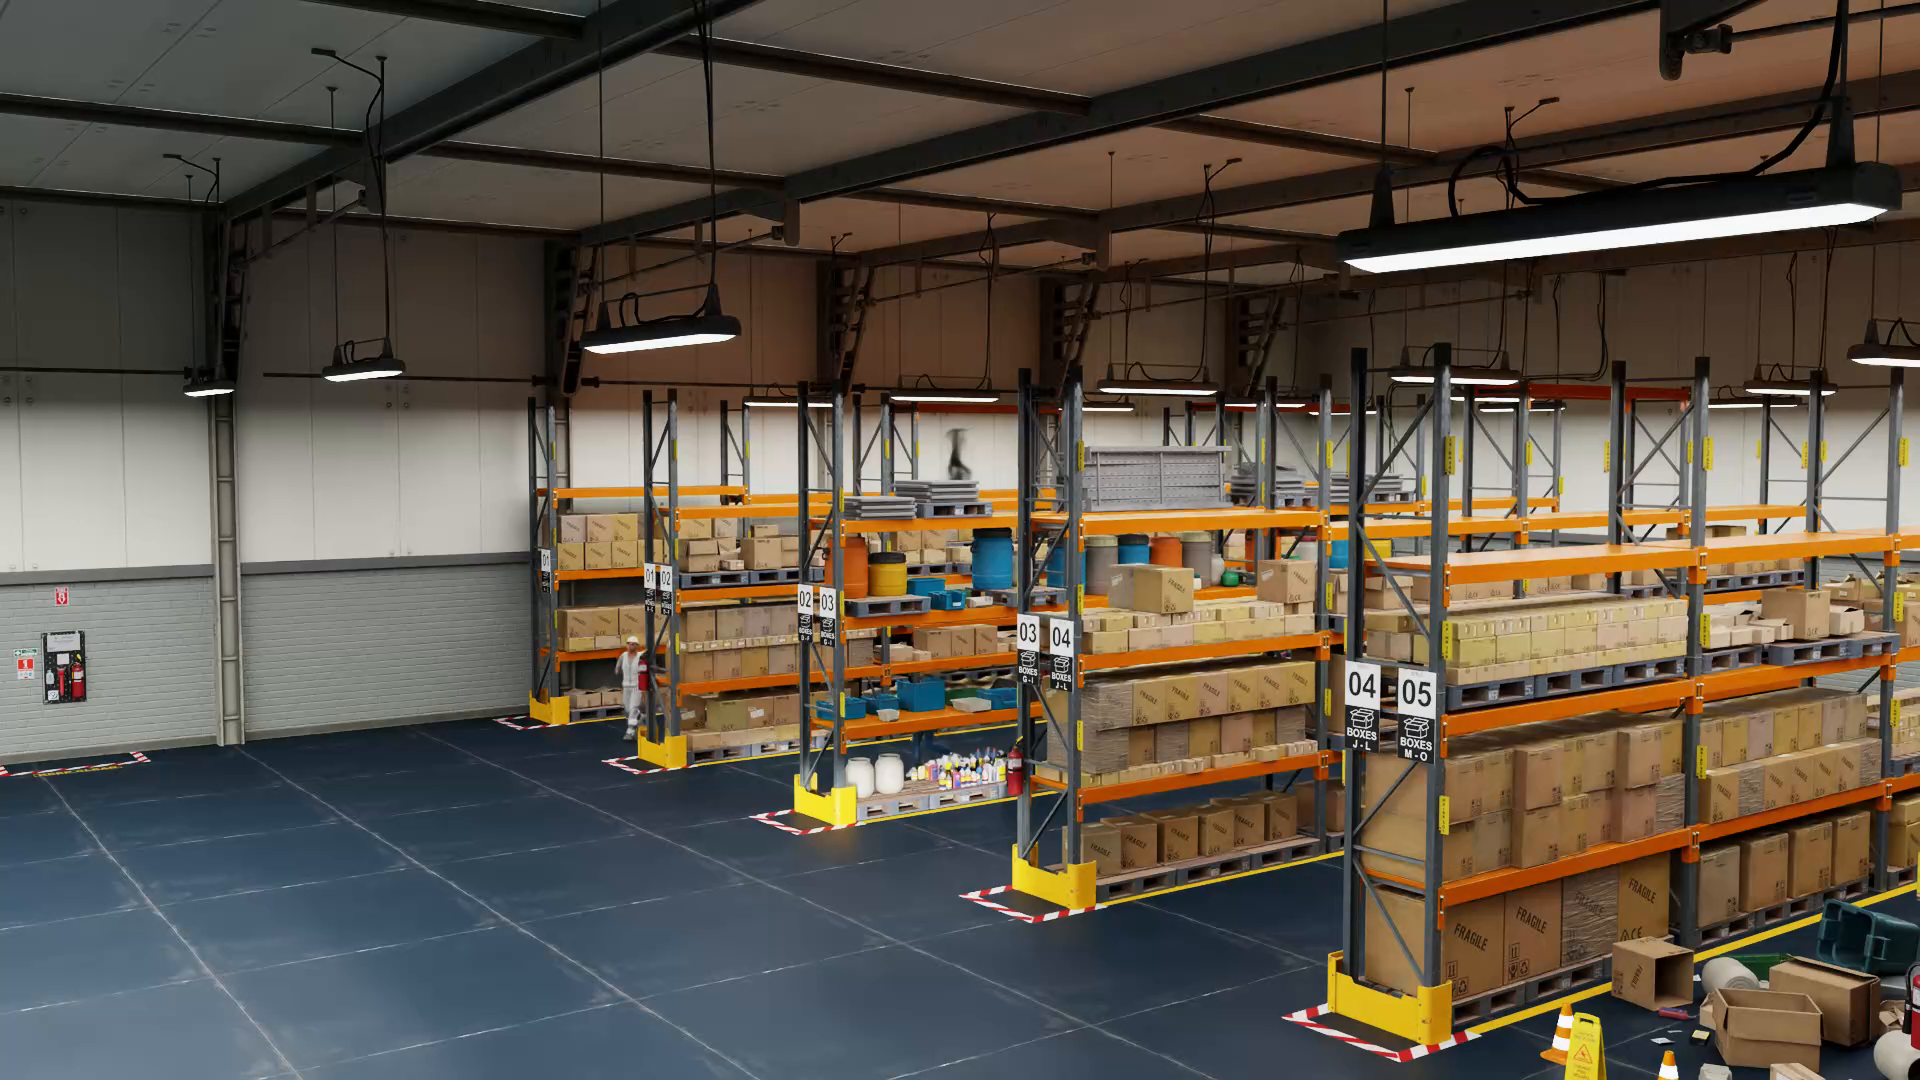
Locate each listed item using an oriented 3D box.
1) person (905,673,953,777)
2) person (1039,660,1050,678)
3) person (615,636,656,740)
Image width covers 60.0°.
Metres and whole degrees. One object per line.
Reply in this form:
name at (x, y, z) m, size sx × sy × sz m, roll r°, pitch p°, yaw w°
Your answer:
person at (-0.495, 2.848, 25.786) m, size 0.854 × 1.600 × 0.541 m, roll -2°, pitch 4°, yaw -35°
person at (1.757, 2.355, 33.768) m, size 0.717 × 1.619 × 0.580 m, roll -3°, pitch 4°, yaw -38°
person at (-5.662, 2.548, 28.895) m, size 0.669 × 1.774 × 0.951 m, roll 1°, pitch 3°, yaw 15°
